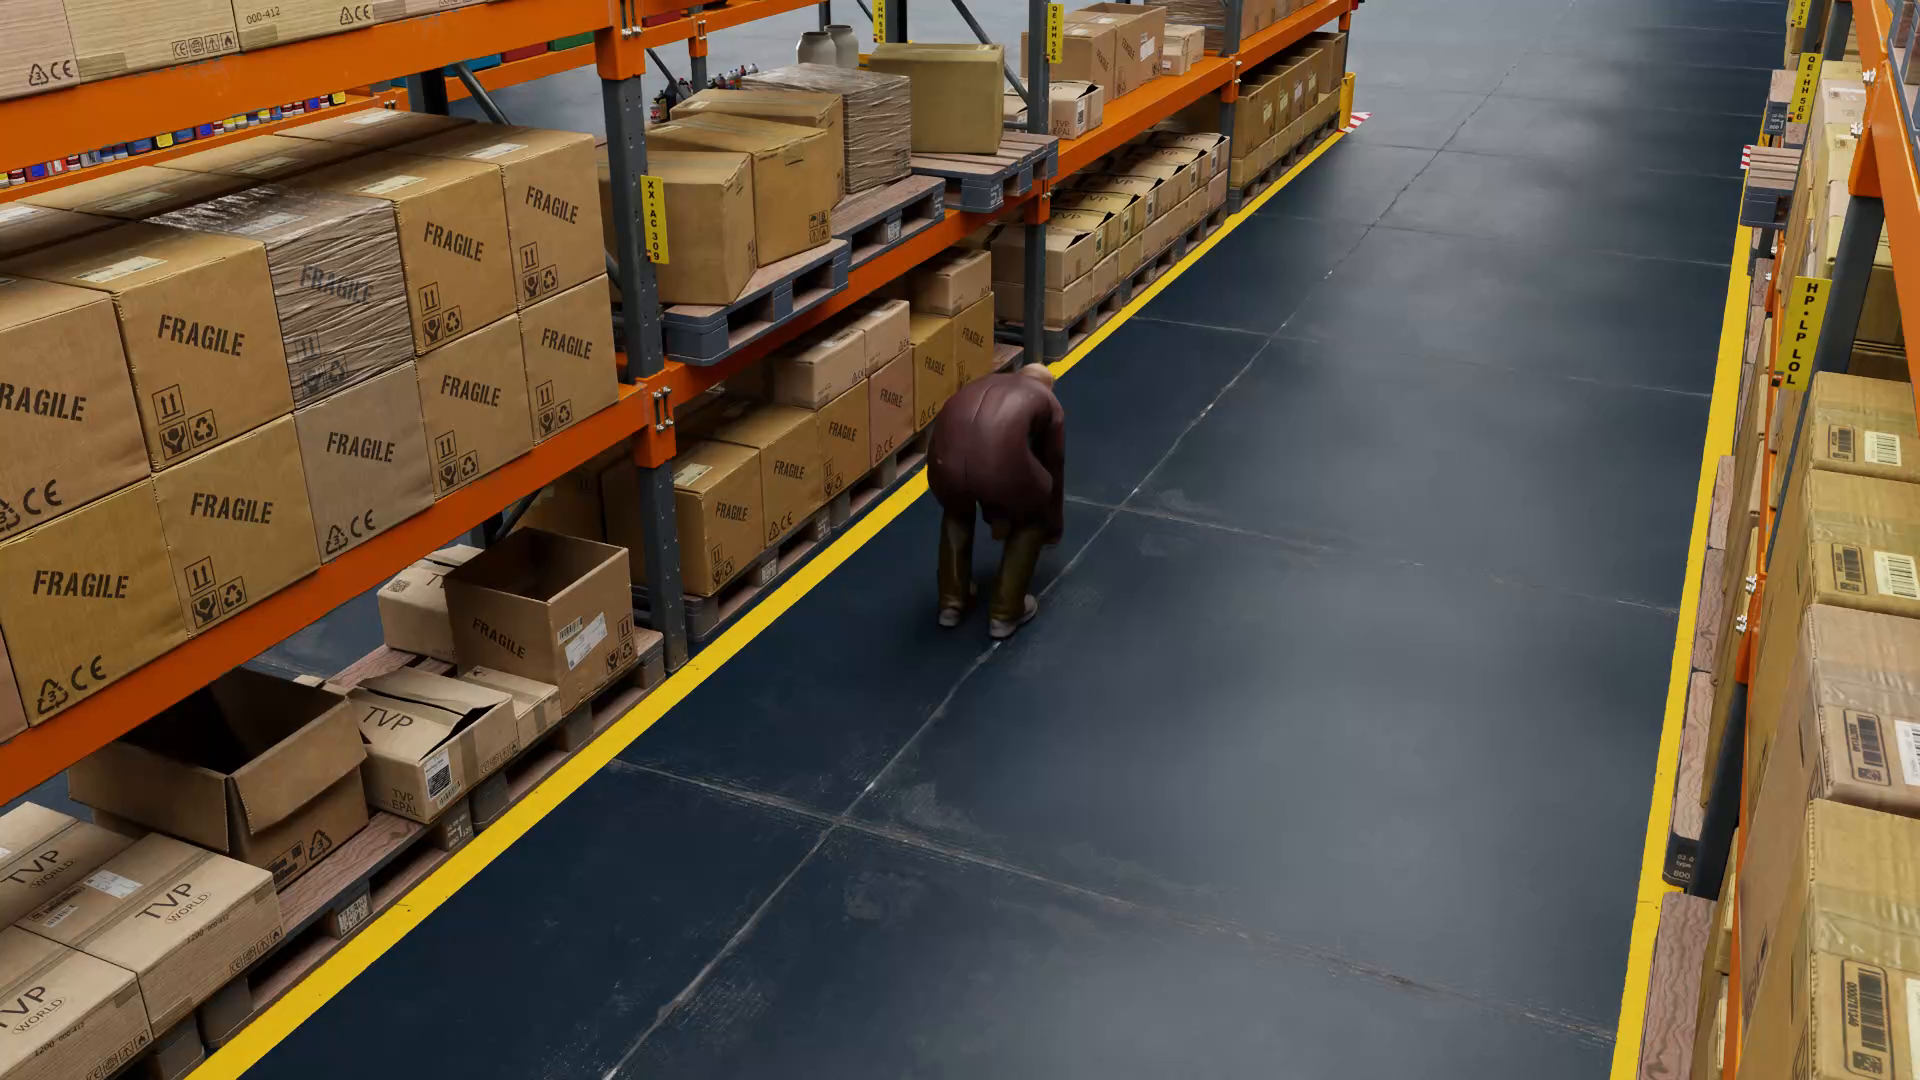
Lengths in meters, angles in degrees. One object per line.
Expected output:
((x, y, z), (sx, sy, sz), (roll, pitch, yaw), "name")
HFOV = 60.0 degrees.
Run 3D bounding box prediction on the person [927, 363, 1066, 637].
((0.196, -0.213, 7.388), (0.577, 1.066, 0.951), (10, 28, 20), "person")
